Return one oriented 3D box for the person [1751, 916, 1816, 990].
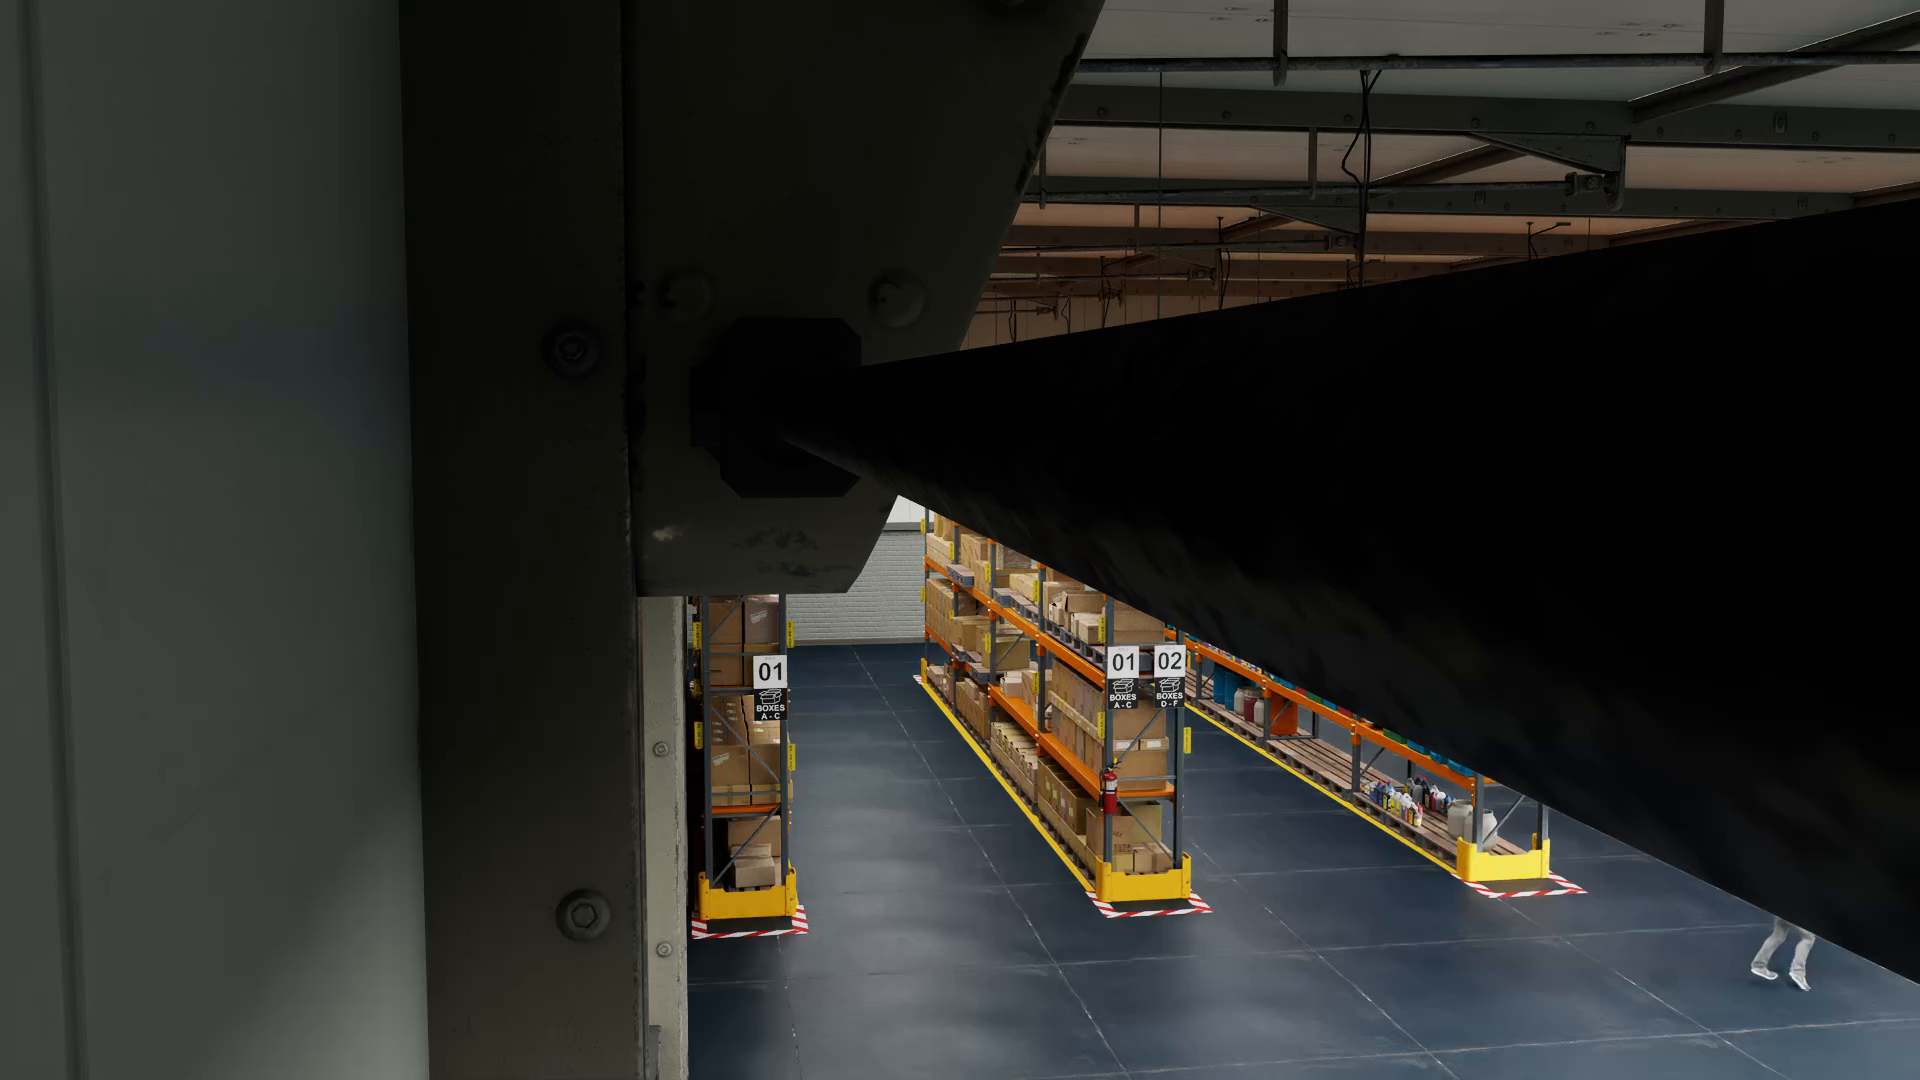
[{"bbox_3d":[8.866,3.981,17.792,0.707,1.646,0.507,1,5,17],"label":"person"}]
